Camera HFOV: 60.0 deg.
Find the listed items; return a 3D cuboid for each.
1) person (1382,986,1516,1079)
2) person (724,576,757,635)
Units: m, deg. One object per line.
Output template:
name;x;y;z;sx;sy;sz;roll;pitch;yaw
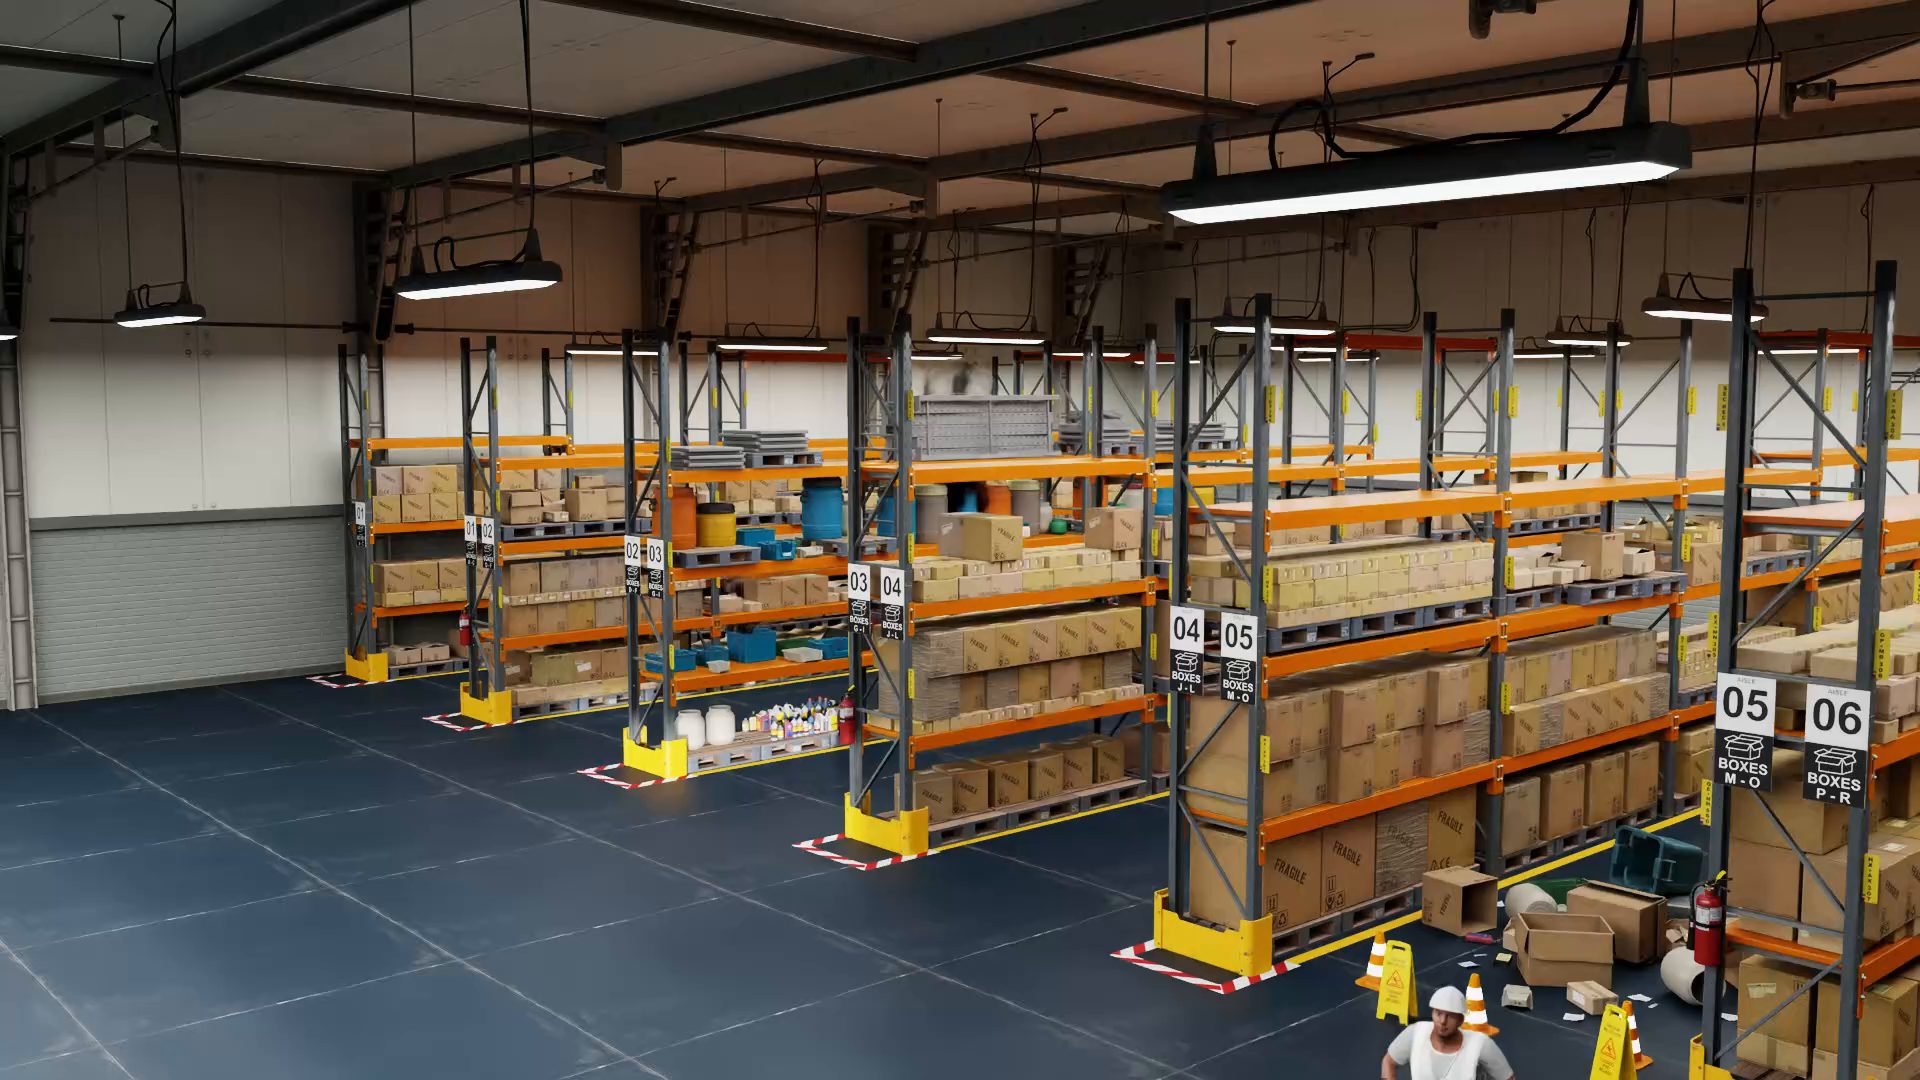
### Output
person;2.783;3.448;9.726;0.892;1.777;0.707;3;6;26
person;-4.305;1.483;32.654;0.702;1.552;1.025;5;7;43
